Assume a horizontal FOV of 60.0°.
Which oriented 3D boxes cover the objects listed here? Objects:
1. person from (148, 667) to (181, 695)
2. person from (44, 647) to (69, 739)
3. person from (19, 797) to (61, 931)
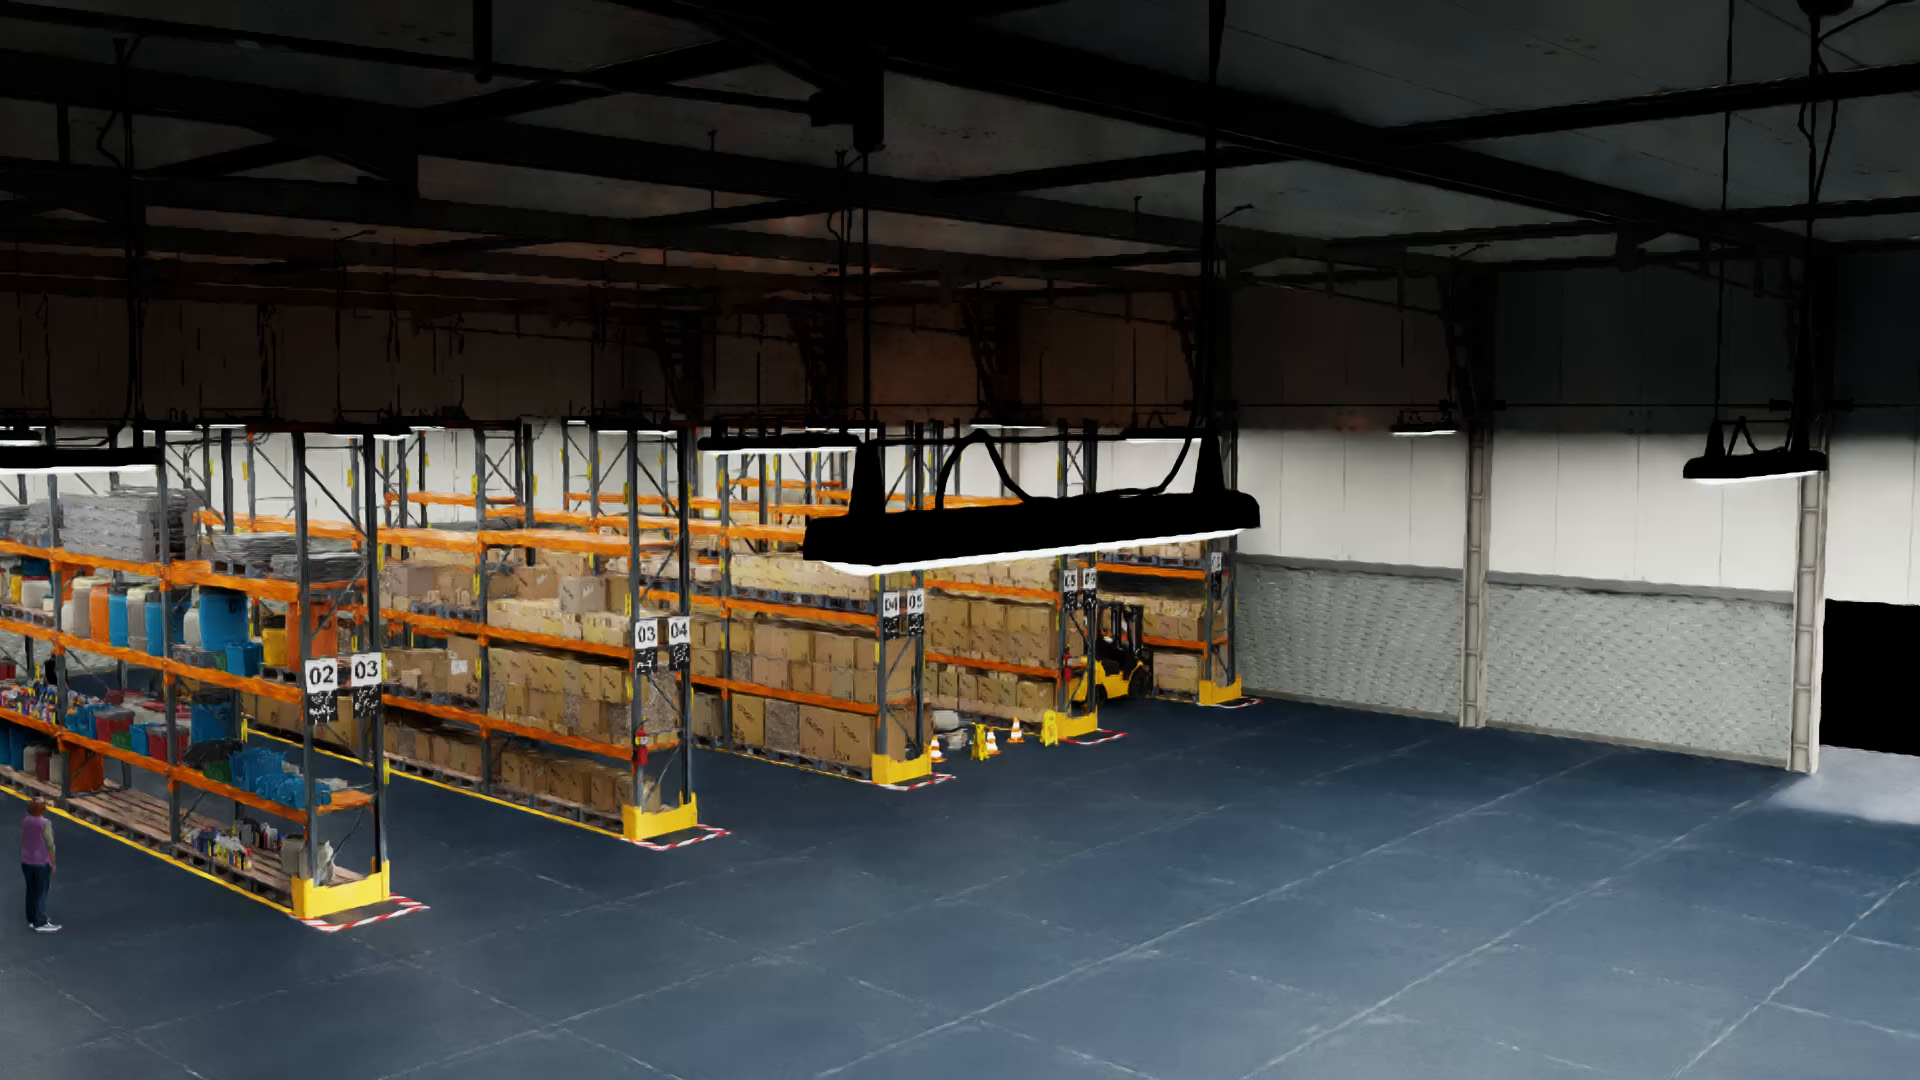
[{"bbox_3d":[-17.389,2.531,36.362,0.650,1.641,0.701,-1,5,-13],"label":"person"},{"bbox_3d":[-17.091,2.925,31.477,0.658,1.641,0.387,3,6,32],"label":"person"},{"bbox_3d":[-11.079,3.882,20.005,0.512,1.602,0.403,1,5,9],"label":"person"}]
